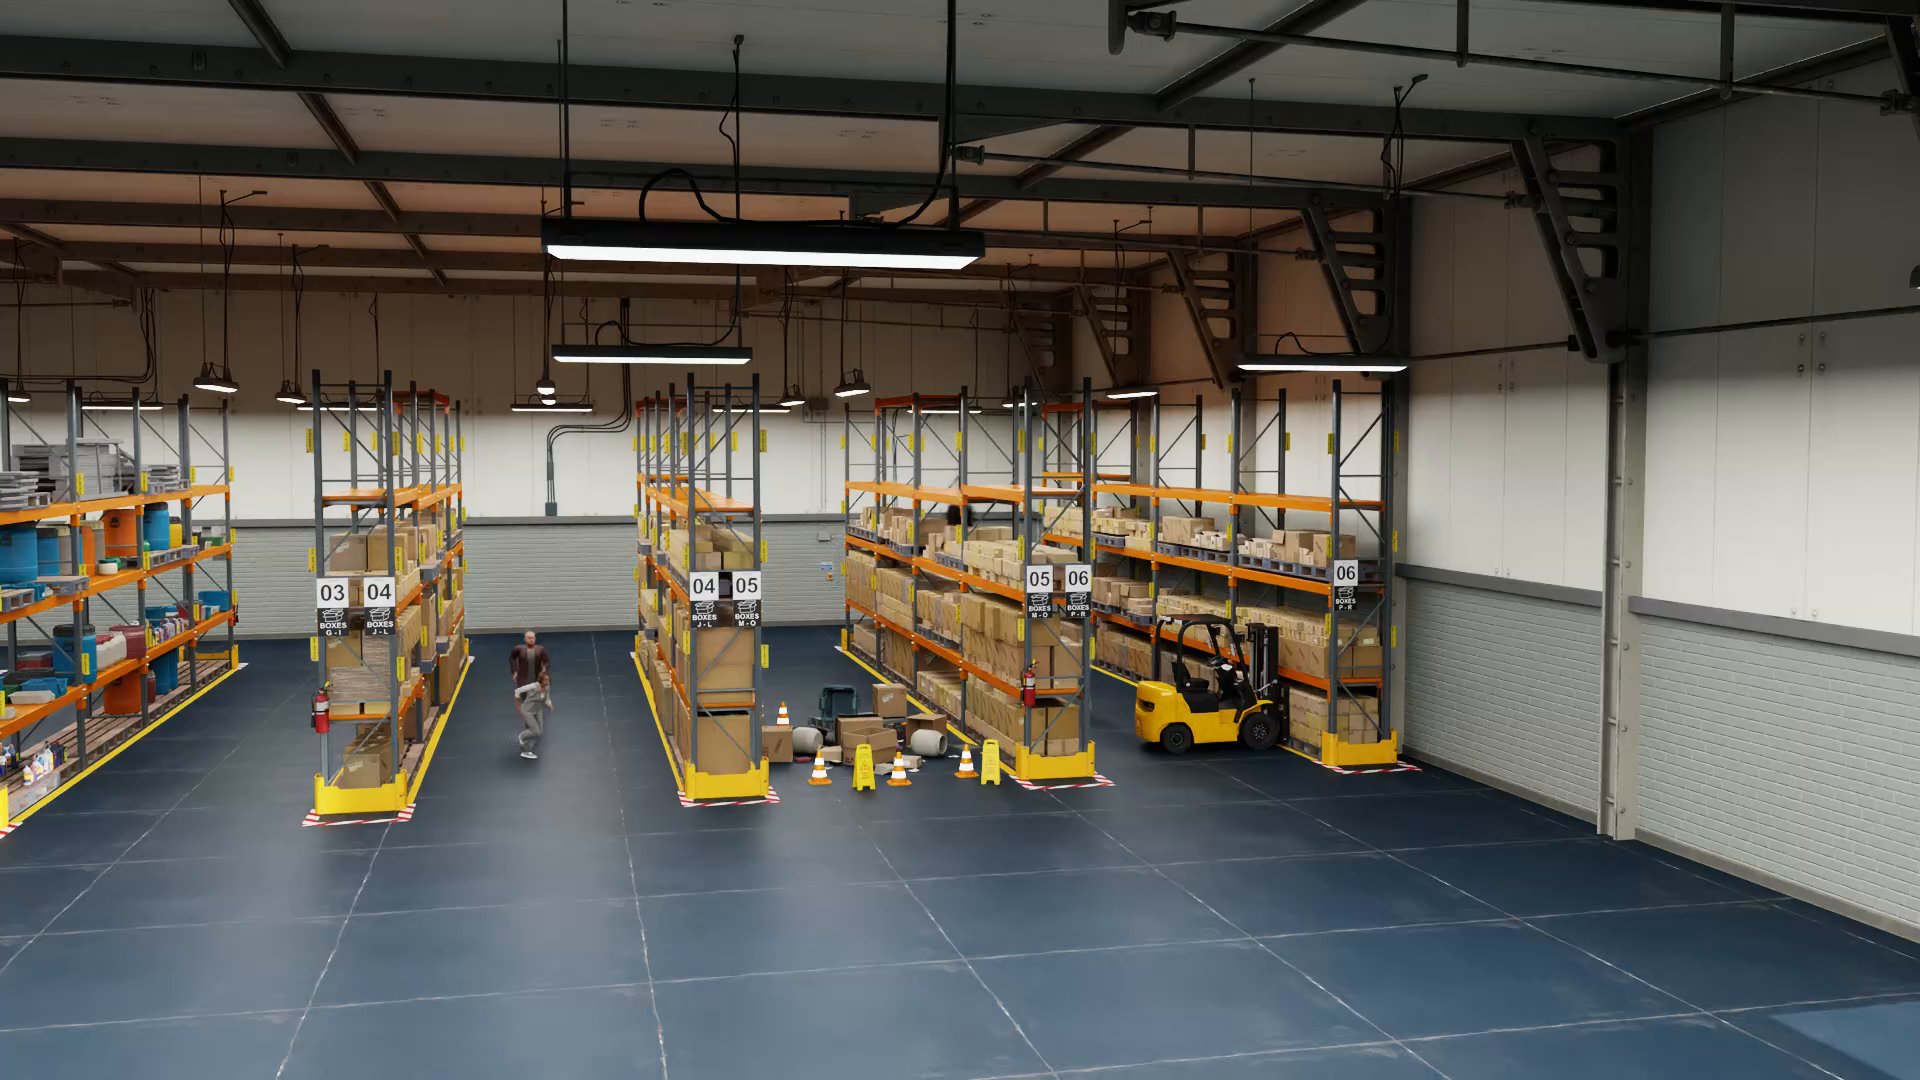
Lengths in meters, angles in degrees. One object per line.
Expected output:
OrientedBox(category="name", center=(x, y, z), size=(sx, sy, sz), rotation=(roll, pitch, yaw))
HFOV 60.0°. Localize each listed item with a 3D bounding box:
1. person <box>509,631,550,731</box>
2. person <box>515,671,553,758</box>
OrientedBox(category="person", center=(-7.448, 2.455, 28.800), size=(0.687, 1.780, 1.053), rotation=(-1, 3, -18))
OrientedBox(category="person", center=(-6.764, 2.777, 26.328), size=(0.756, 1.425, 0.565), rotation=(3, 4, 39))
